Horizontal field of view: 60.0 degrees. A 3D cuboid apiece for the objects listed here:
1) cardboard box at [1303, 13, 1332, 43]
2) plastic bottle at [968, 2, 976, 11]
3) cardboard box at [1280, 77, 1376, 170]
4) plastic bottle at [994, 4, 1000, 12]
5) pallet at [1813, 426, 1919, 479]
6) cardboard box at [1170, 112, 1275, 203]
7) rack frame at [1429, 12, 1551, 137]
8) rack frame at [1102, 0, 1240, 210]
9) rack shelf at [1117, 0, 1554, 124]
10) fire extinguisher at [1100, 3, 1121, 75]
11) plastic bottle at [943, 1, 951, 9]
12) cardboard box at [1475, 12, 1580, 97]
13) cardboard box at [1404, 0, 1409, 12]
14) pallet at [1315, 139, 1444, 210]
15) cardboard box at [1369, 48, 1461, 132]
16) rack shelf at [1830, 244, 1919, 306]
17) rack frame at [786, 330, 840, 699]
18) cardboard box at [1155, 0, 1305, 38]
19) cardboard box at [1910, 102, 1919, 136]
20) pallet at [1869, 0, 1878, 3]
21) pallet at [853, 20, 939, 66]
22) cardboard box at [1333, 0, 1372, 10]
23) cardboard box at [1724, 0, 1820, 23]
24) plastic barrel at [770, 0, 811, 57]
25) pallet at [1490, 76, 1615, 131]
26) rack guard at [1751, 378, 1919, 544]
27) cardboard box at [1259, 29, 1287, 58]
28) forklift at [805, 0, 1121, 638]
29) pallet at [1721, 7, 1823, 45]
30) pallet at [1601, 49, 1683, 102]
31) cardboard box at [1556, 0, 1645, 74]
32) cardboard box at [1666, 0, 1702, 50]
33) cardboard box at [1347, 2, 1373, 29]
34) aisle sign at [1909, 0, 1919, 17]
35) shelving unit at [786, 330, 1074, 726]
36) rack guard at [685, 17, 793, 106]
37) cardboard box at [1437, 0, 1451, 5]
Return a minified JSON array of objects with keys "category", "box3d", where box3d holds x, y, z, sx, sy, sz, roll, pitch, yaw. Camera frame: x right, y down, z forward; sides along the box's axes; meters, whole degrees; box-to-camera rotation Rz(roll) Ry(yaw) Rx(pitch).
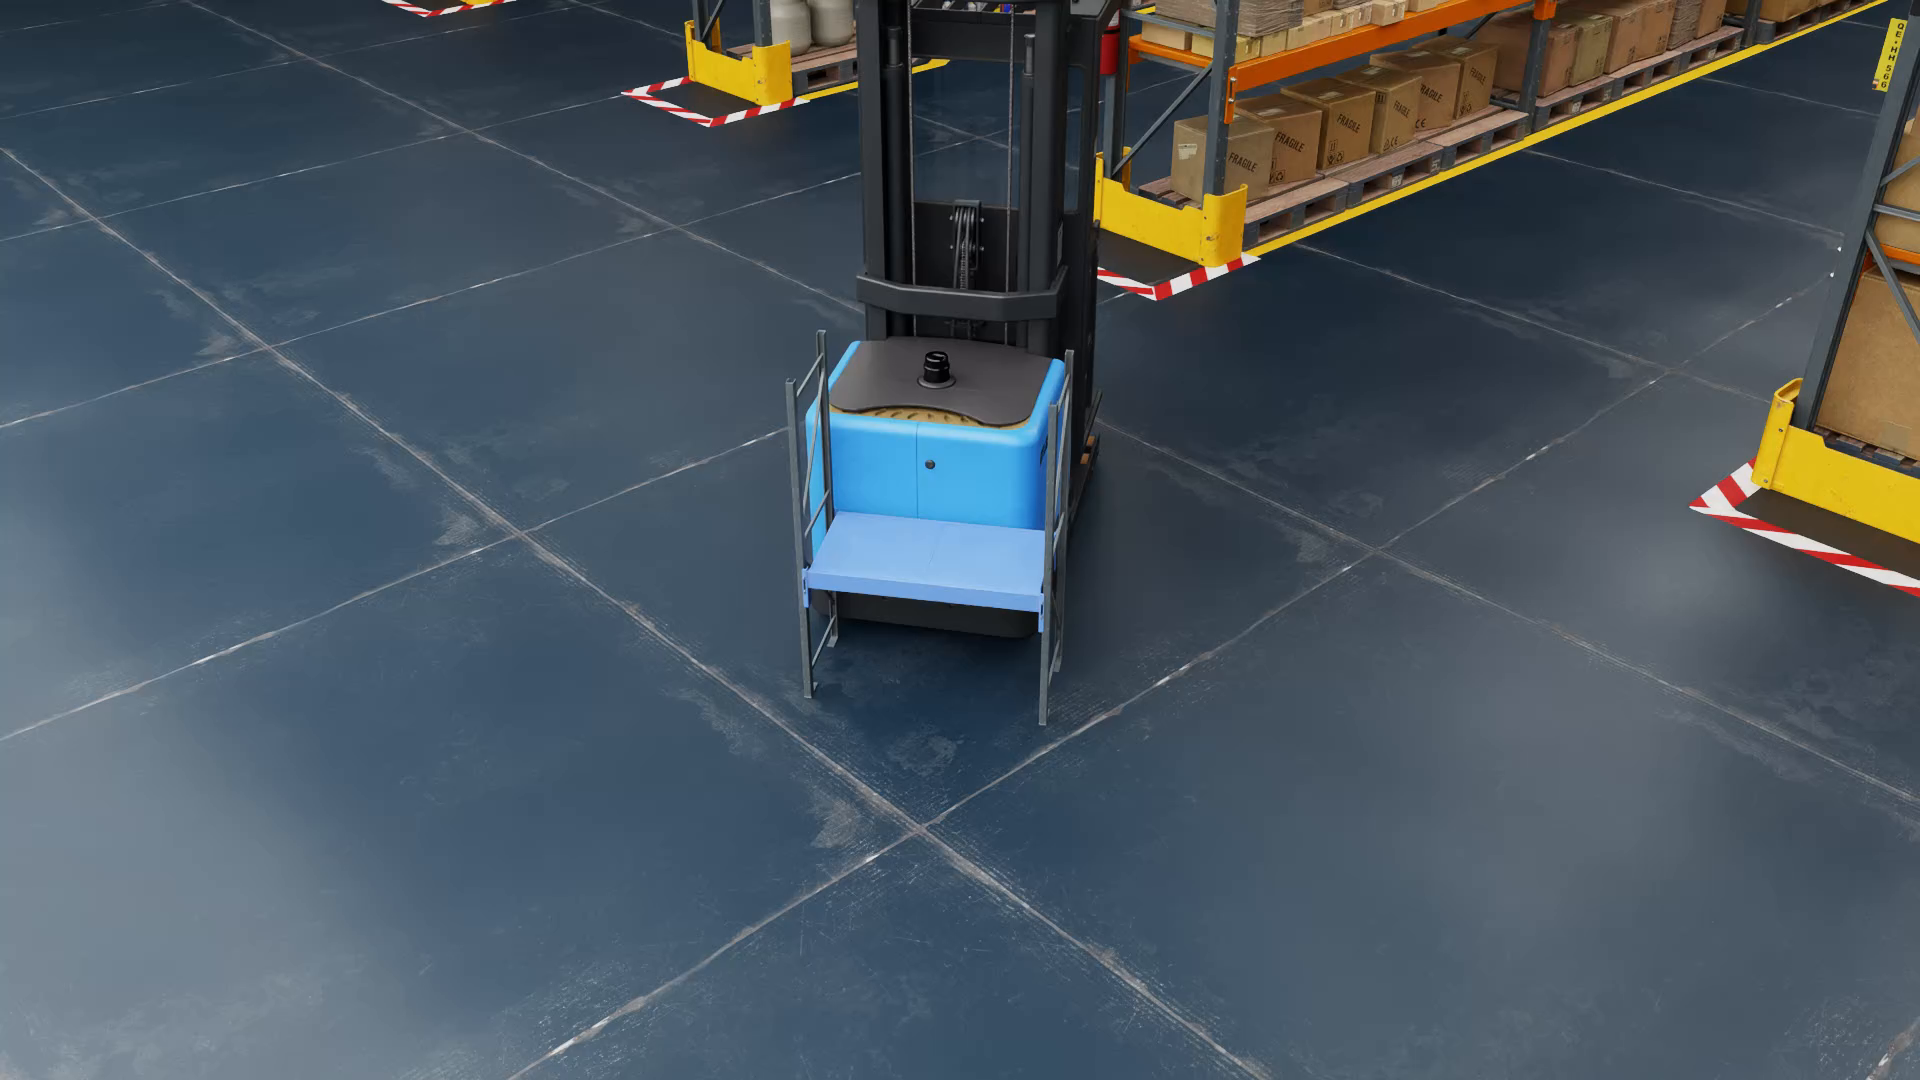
[{"category":"cardboard box","box3d":[2.313,-3.533,11.394,0.250,0.149,0.380,-26,40,-35]},{"category":"plastic bottle","box3d":[0.105,-5.047,15.889,0.097,0.201,0.097,0,31,0]},{"category":"cardboard box","box3d":[2.739,-3.137,12.499,0.500,0.500,0.500,-22,38,-31]},{"category":"plastic bottle","box3d":[0.295,-5.219,16.028,0.185,0.351,0.144,-26,40,-36]},{"category":"pallet","box3d":[5.214,-0.560,8.964,1.213,0.211,1.003,-26,40,-35]},{"category":"cardboard box","box3d":[1.852,-2.697,11.780,0.500,0.500,0.500,-18,36,-27]},{"category":"rack frame","box3d":[4.316,-4.788,13.206,0.127,3.000,1.000,-26,40,-35]},{"category":"rack frame","box3d":[1.383,-3.370,10.885,0.127,3.000,1.000,-26,40,-35]},{"category":"rack shelf","box3d":[2.850,-3.772,12.233,4.000,0.370,1.077,-26,40,-35]},{"category":"fire extinguisher","box3d":[0.986,-3.472,11.127,0.183,0.674,0.296,-26,40,-35]},{"category":"plastic bottle","box3d":[-0.119,-4.969,15.694,0.097,0.271,0.097,0,31,0]},{"category":"cardboard box","box3d":[4.781,-4.119,14.086,0.700,0.500,0.500,26,40,35]},{"category":"cardboard box","box3d":[3.013,-3.907,12.004,0.250,0.149,0.380,-26,40,-35]},{"category":"pallet","box3d":[2.953,-2.912,12.810,1.213,0.211,1.003,-26,40,-35]},{"category":"cardboard box","box3d":[3.581,-3.569,13.204,0.500,0.500,0.500,-13,34,-21]},{"category":"rack shelf","box3d":[6.148,-1.839,9.072,4.000,0.370,1.077,-26,40,-35]},{"category":"rack frame","box3d":[-0.607,-0.087,6.954,0.032,1.500,0.500,6,32,9]},{"category":"cardboard box","box3d":[1.805,-3.724,11.083,0.500,0.500,0.875,-26,40,-35]},{"category":"cardboard box","box3d":[4.980,-2.078,7.594,0.550,0.550,0.875,-26,40,-35]},{"category":"pallet","box3d":[9.668,-6.134,18.079,1.213,0.211,1.003,-26,40,-35]},{"category":"pallet","box3d":[-0.467,-4.836,15.957,1.213,0.211,1.003,-26,40,-35]},{"category":"cardboard box","box3d":[2.486,-4.108,11.712,0.500,0.500,0.875,-26,40,-35]},{"category":"cardboard box","box3d":[7.769,-5.717,16.358,1.225,0.875,0.875,27,41,37]},{"category":"plastic barrel","box3d":[-1.554,-4.645,14.953,0.421,0.512,0.421,0,31,0]},{"category":"pallet","box3d":[4.886,-3.876,14.386,1.213,0.211,1.003,-26,40,-35]},{"category":"rack guard","box3d":[4.664,-0.361,8.362,0.348,0.500,1.175,-26,40,-35]},{"category":"cardboard box","box3d":[1.950,-3.354,11.100,0.250,0.149,0.380,-26,40,-35]},{"category":"forklift","box3d":[0.132,-1.572,8.011,1.130,2.935,3.031,6,32,10]},{"category":"pallet","box3d":[7.879,-5.268,16.663,1.213,0.211,1.003,-26,40,-35]},{"category":"pallet","box3d":[5.781,-4.310,15.097,1.213,0.211,1.003,-26,40,-35]},{"category":"cardboard box","box3d":[5.553,-4.480,14.675,0.700,0.500,0.500,25,40,35]},{"category":"cardboard box","box3d":[6.373,-4.882,15.332,0.700,0.500,0.500,25,40,35]},{"category":"cardboard box","box3d":[2.666,-3.718,11.696,0.250,0.149,0.380,-26,40,-35]},{"category":"aisle sign","box3d":[4.425,-2.635,7.192,0.004,0.787,0.394,-26,40,-35]},{"category":"shelving unit","box3d":[-0.107,-0.038,6.874,1.048,1.500,0.538,6,32,9]},{"category":"rack guard","box3d":[-1.961,-4.243,14.709,0.348,0.500,1.175,-26,40,-35]},{"category":"cardboard box","box3d":[3.408,-4.068,12.268,0.250,0.149,0.380,-26,40,-35]}]
